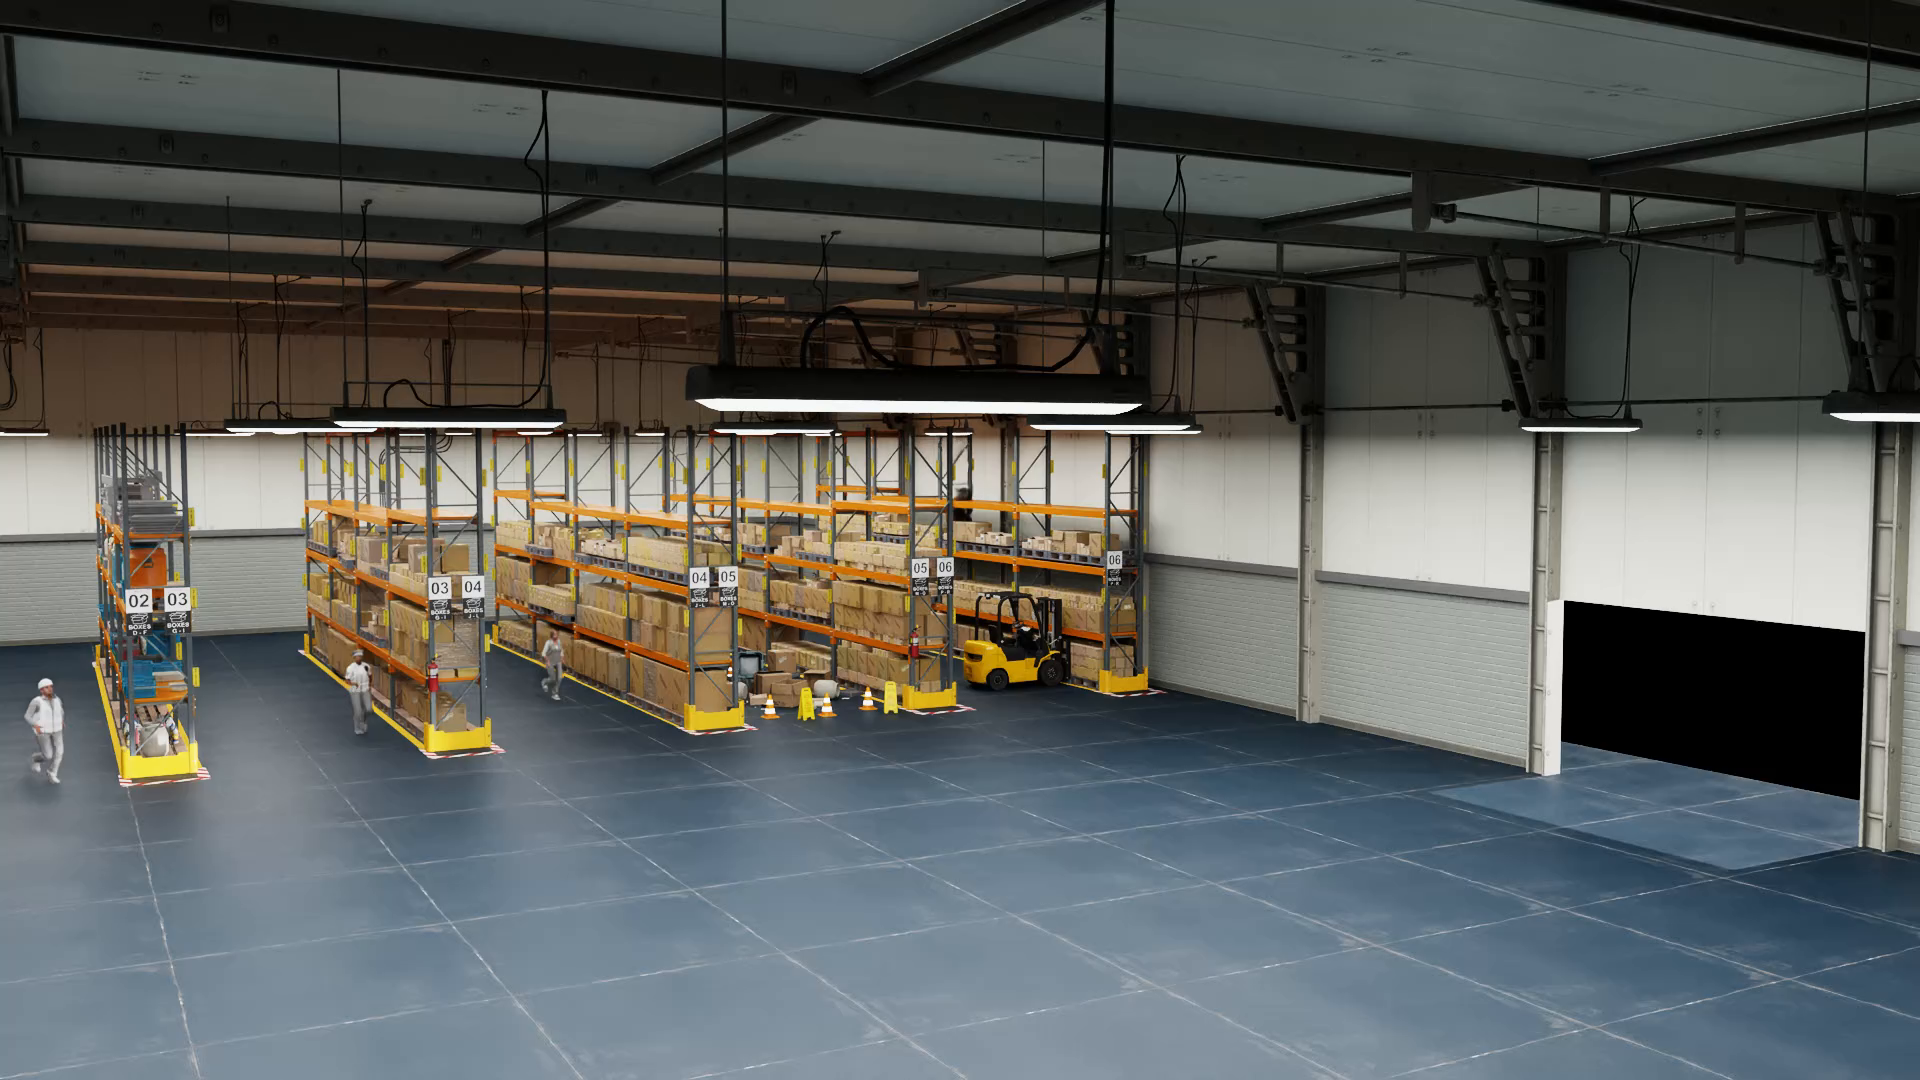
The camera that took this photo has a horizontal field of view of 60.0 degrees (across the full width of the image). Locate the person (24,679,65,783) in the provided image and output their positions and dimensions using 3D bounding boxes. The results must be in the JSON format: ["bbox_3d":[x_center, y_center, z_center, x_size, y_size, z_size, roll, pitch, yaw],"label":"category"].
[{"bbox_3d":[-15.287,3.188,27.825,0.627,1.744,0.668,2,4,32],"label":"person"}]

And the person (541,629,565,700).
[{"bbox_3d":[-8.989,2.735,36.676,0.522,1.554,0.598,-3,5,-41],"label":"person"}]

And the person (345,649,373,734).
[{"bbox_3d":[-11.585,2.938,32.178,0.565,1.655,0.542,-3,4,-36],"label":"person"}]
